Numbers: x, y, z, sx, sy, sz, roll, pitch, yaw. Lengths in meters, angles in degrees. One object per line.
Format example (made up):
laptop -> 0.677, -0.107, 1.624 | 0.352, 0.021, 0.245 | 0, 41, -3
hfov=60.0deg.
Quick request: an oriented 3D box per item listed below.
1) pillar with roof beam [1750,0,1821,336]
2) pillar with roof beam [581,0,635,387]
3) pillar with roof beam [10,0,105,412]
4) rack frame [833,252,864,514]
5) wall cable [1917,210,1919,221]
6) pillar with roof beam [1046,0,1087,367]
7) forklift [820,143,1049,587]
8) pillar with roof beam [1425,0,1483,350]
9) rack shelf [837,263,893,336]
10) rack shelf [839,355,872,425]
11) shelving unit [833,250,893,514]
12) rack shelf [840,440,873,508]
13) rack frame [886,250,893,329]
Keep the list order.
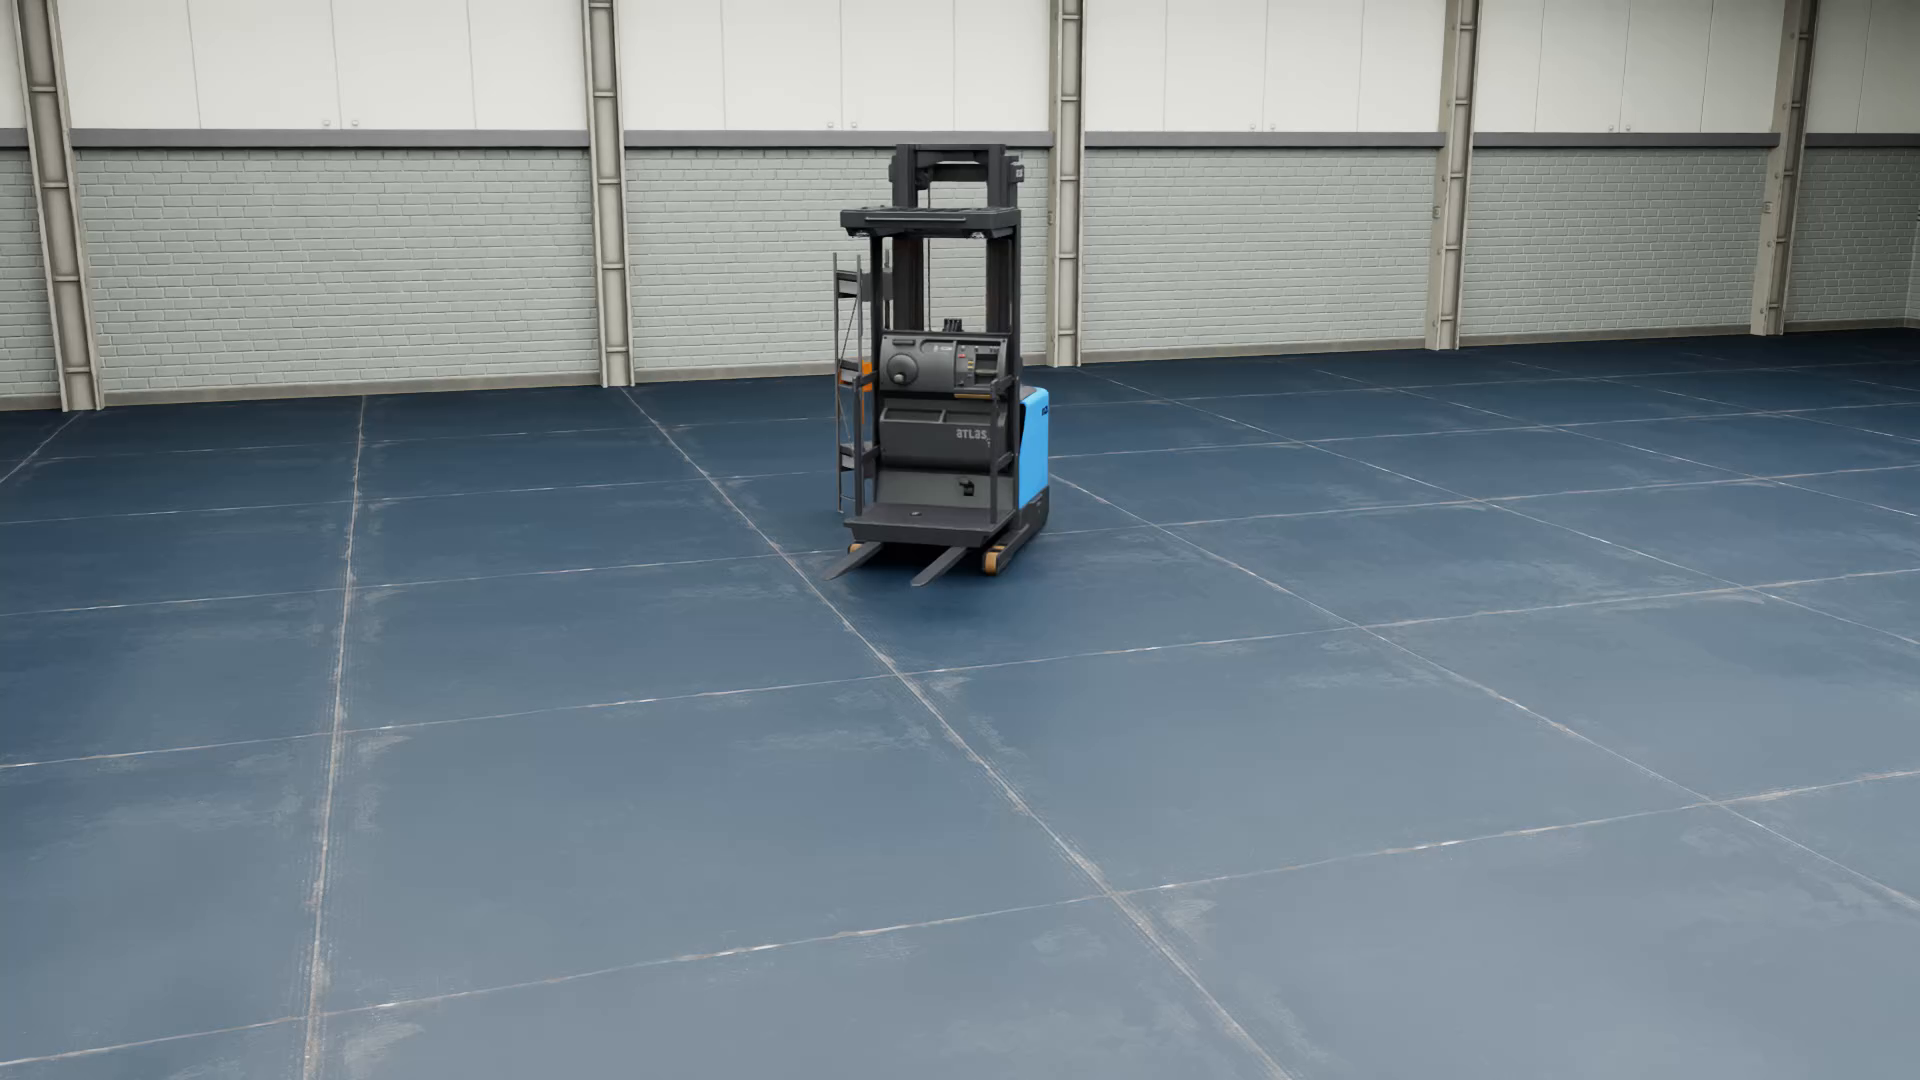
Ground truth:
pillar with roof beam -> 14.152, -6.699, 21.360 | 0.400, 9.000, 9.100 | -4, 14, -18
pillar with roof beam -> -2.908, -5.370, 15.774 | 0.400, 9.000, 9.100 | -4, 14, -18
pillar with roof beam -> -8.595, -4.928, 13.913 | 0.400, 9.000, 9.100 | -4, 14, -18
rack frame -> -0.884, -1.213, 13.207 | 0.015, 2.100, 0.400 | -9, 16, -33
wall cable -> 15.993, -6.060, 25.383 | 0.112, 2.526, 3.097 | -4, 14, -18
pillar with roof beam -> 2.779, -5.813, 17.636 | 0.400, 9.000, 9.100 | -4, 14, -18
forklift -> -0.174, -1.279, 11.686 | 1.130, 2.935, 3.031 | 4, 14, 15
pillar with roof beam -> 8.465, -6.256, 19.498 | 0.400, 9.000, 9.100 | -4, 14, -18
rack shelf -> -0.682, -1.913, 13.182 | 0.480, 0.518, 0.431 | -9, 16, -33
rack shelf -> -0.682, -1.232, 13.344 | 0.480, 0.518, 0.431 | -9, 16, -33
shelving unit -> -0.682, -1.245, 13.341 | 0.503, 2.100, 0.431 | -9, 16, -33
rack shelf -> -0.682, -0.551, 13.506 | 0.480, 0.518, 0.431 | -9, 16, -33
rack frame -> -0.481, -1.277, 13.475 | 0.015, 2.100, 0.400 | -9, 16, -33
